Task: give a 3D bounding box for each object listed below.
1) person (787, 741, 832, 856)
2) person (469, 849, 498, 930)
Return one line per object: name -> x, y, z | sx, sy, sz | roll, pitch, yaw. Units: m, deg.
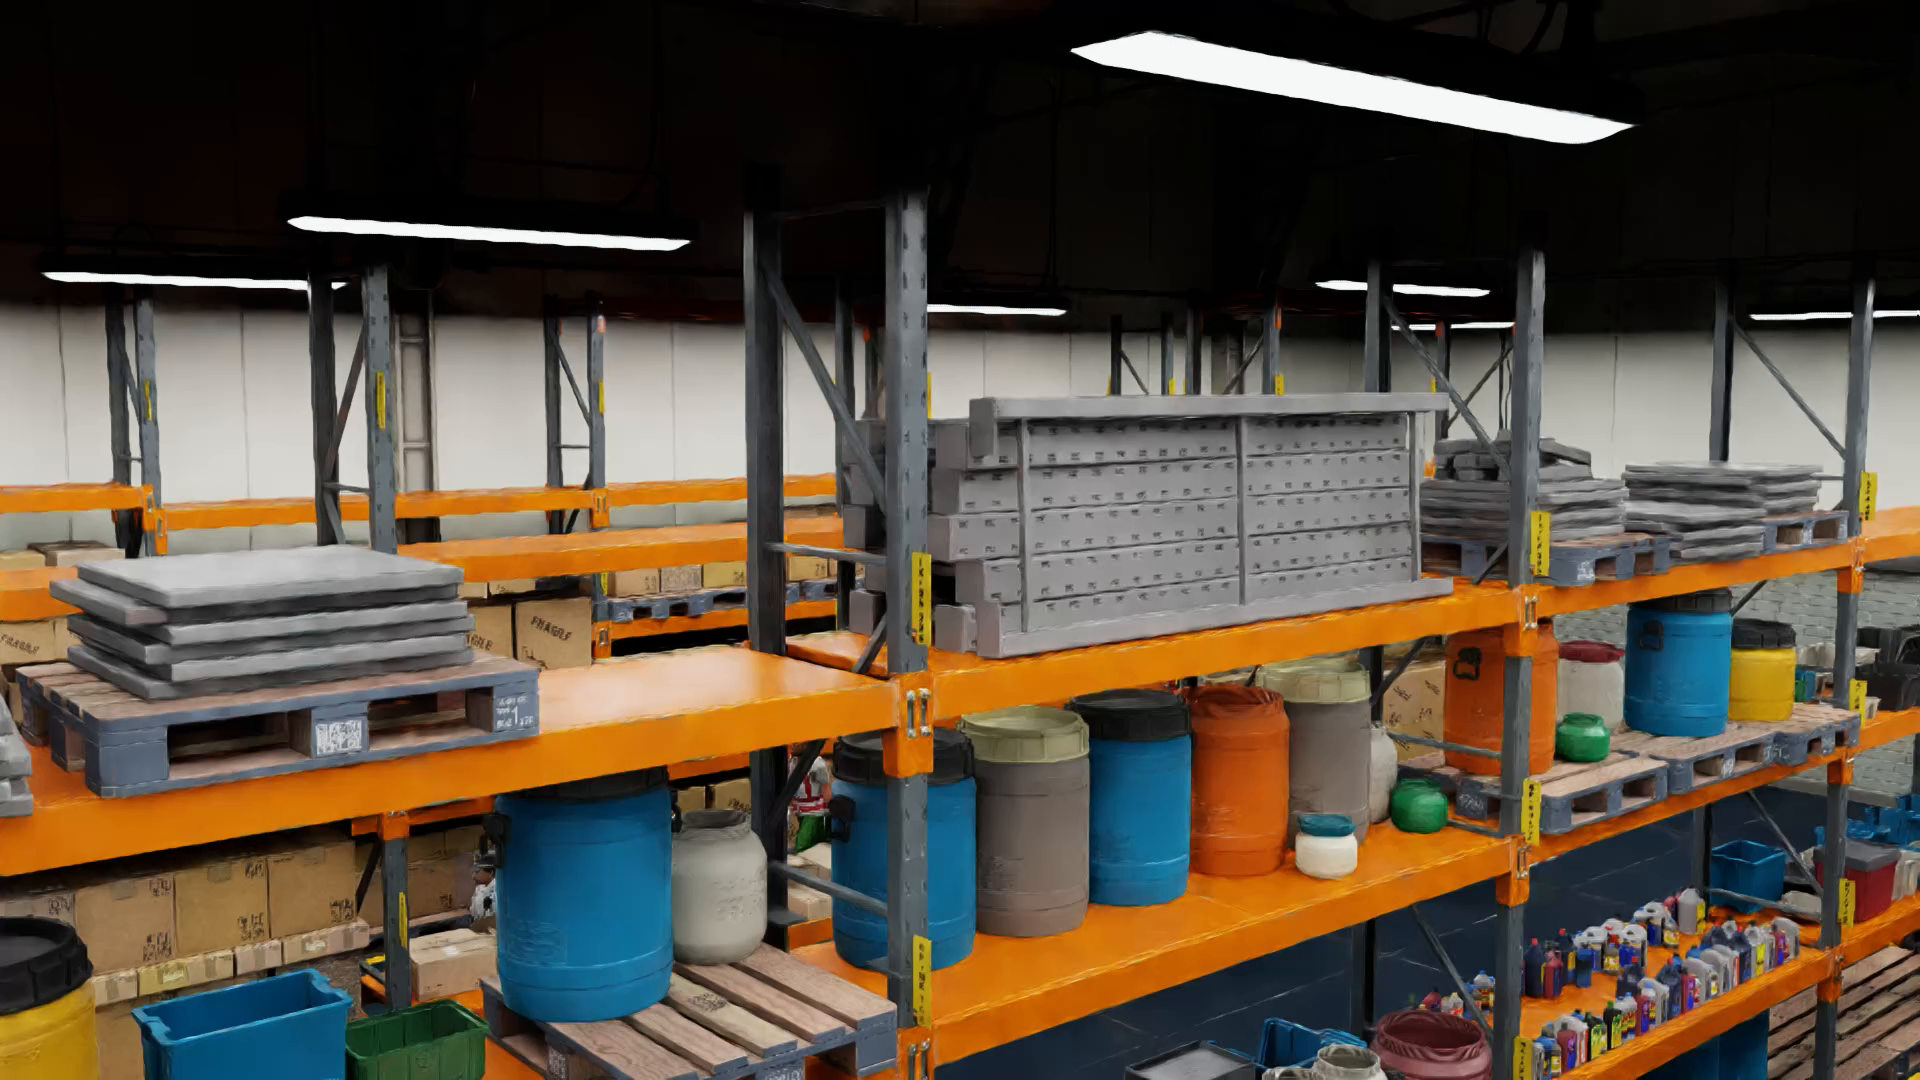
person -> -1.555, 2.705, 16.590 | 1.127, 1.709, 0.555 | -5, 7, -42
person -> -3.553, 3.125, 12.730 | 1.086, 1.576, 0.495 | -4, 7, -38
